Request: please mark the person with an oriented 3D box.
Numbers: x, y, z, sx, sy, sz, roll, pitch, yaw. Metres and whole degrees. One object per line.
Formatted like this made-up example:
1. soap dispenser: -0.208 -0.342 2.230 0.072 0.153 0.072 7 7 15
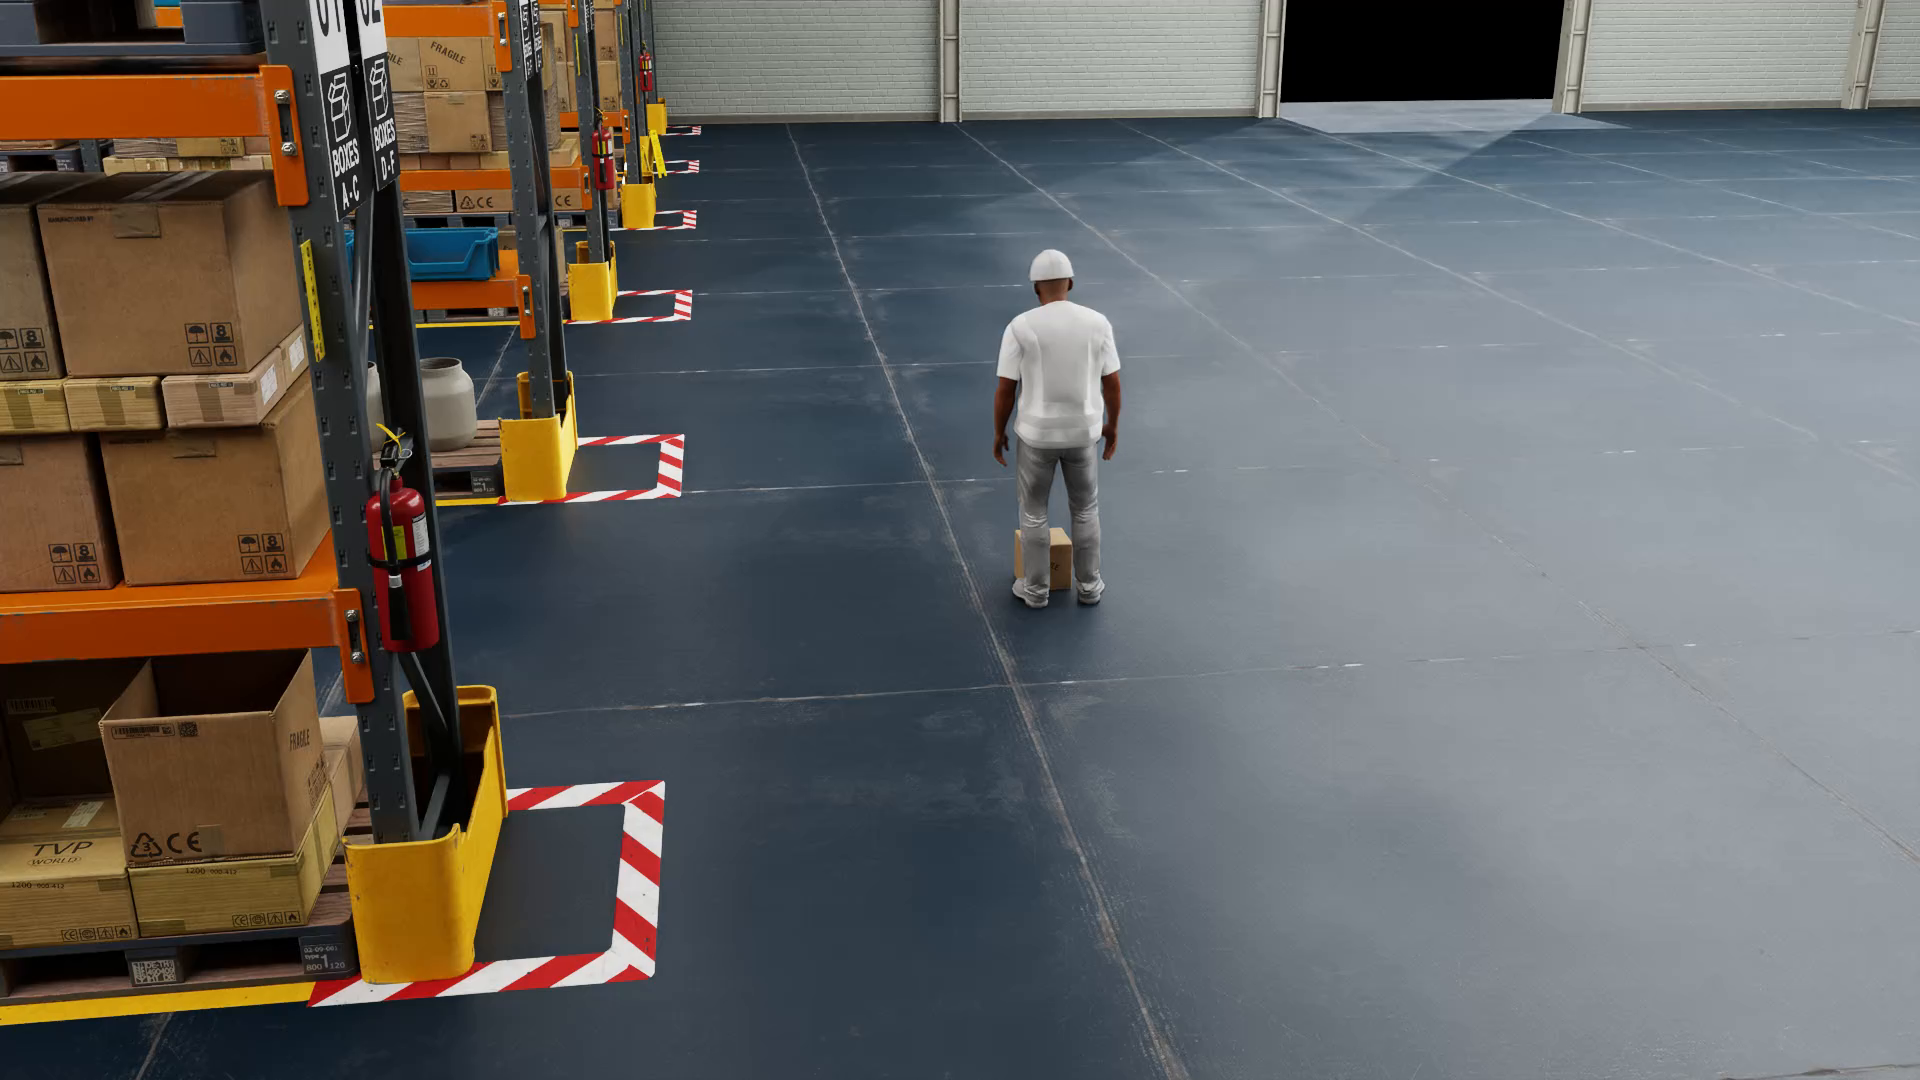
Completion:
1. person: 0.471 -0.534 8.136 0.633 1.760 0.463 -3 20 -9
